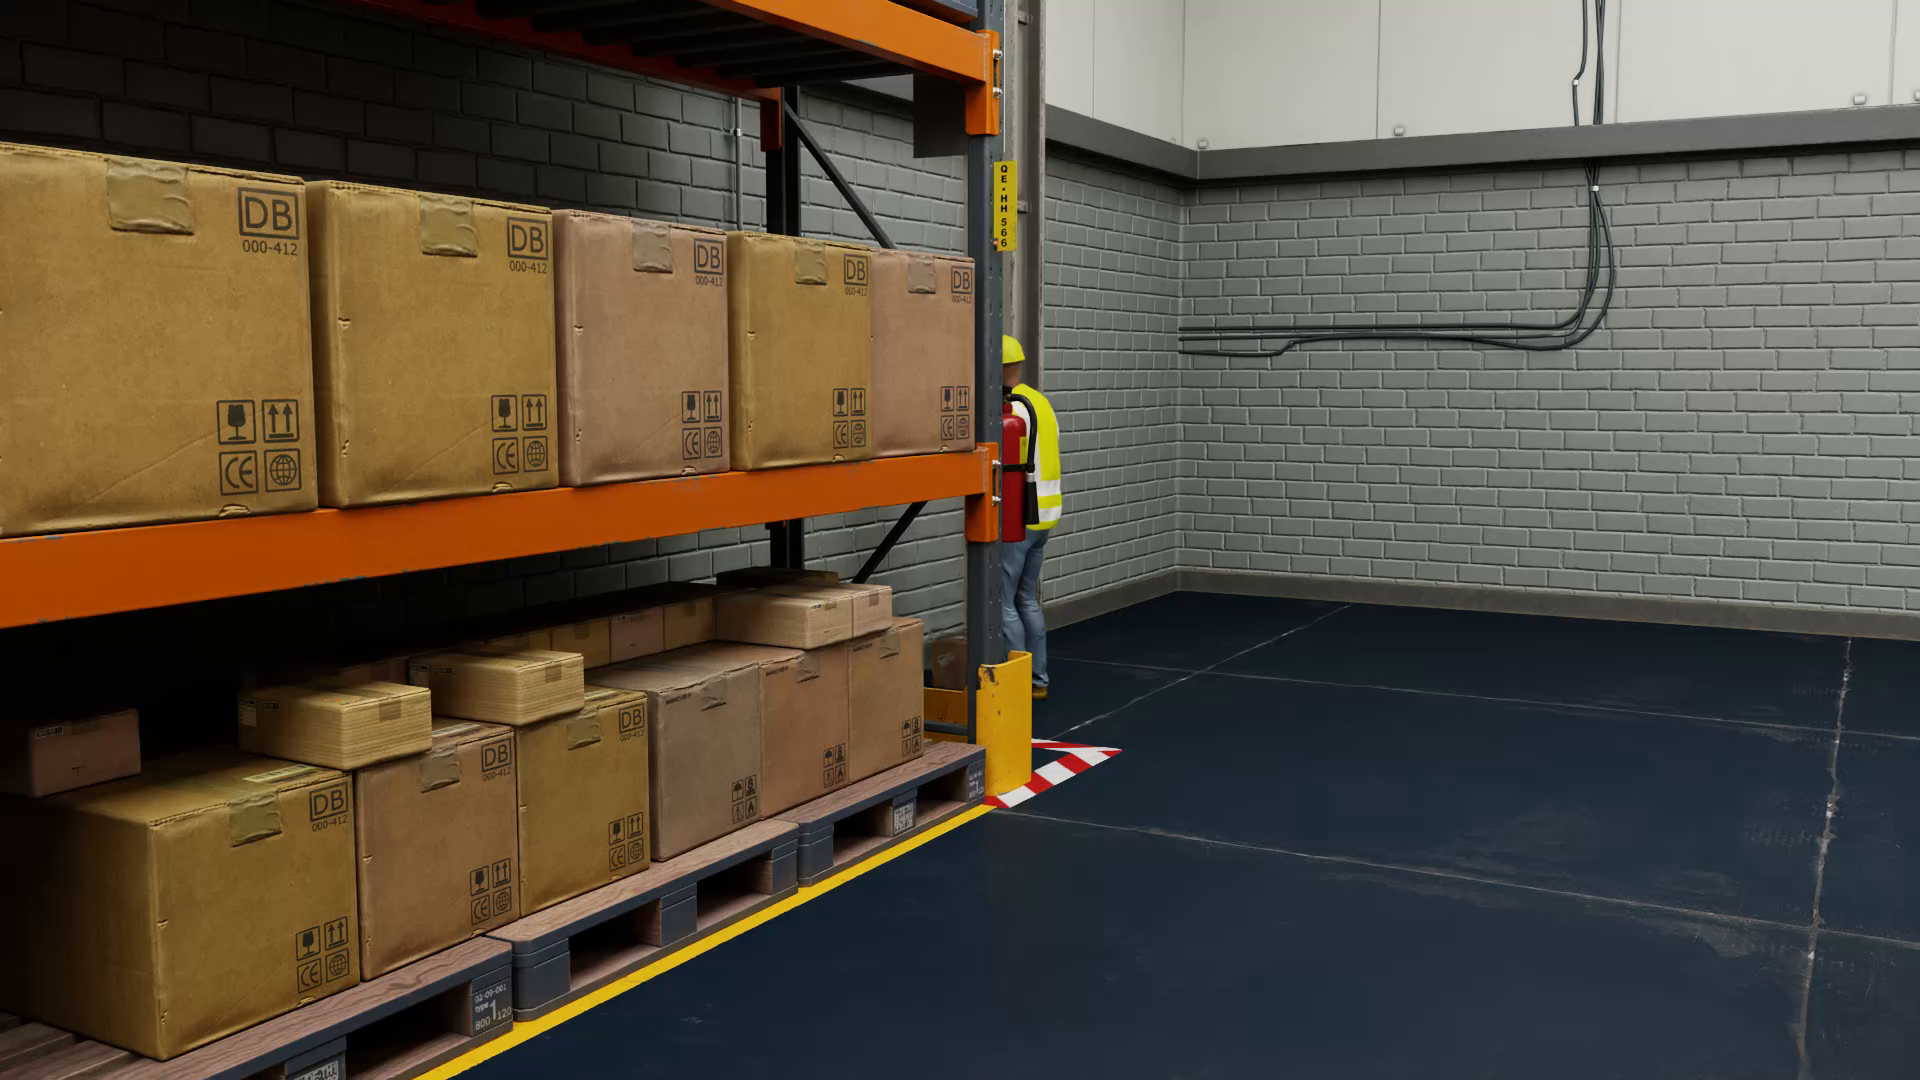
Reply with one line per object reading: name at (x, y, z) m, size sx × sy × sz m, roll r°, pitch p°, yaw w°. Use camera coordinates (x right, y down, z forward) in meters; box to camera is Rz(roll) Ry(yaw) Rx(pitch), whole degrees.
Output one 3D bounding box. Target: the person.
person at (0.247, -0.091, 7.942) m, size 0.449 × 1.758 × 0.606 m, roll 3°, pitch 7°, yaw 27°
